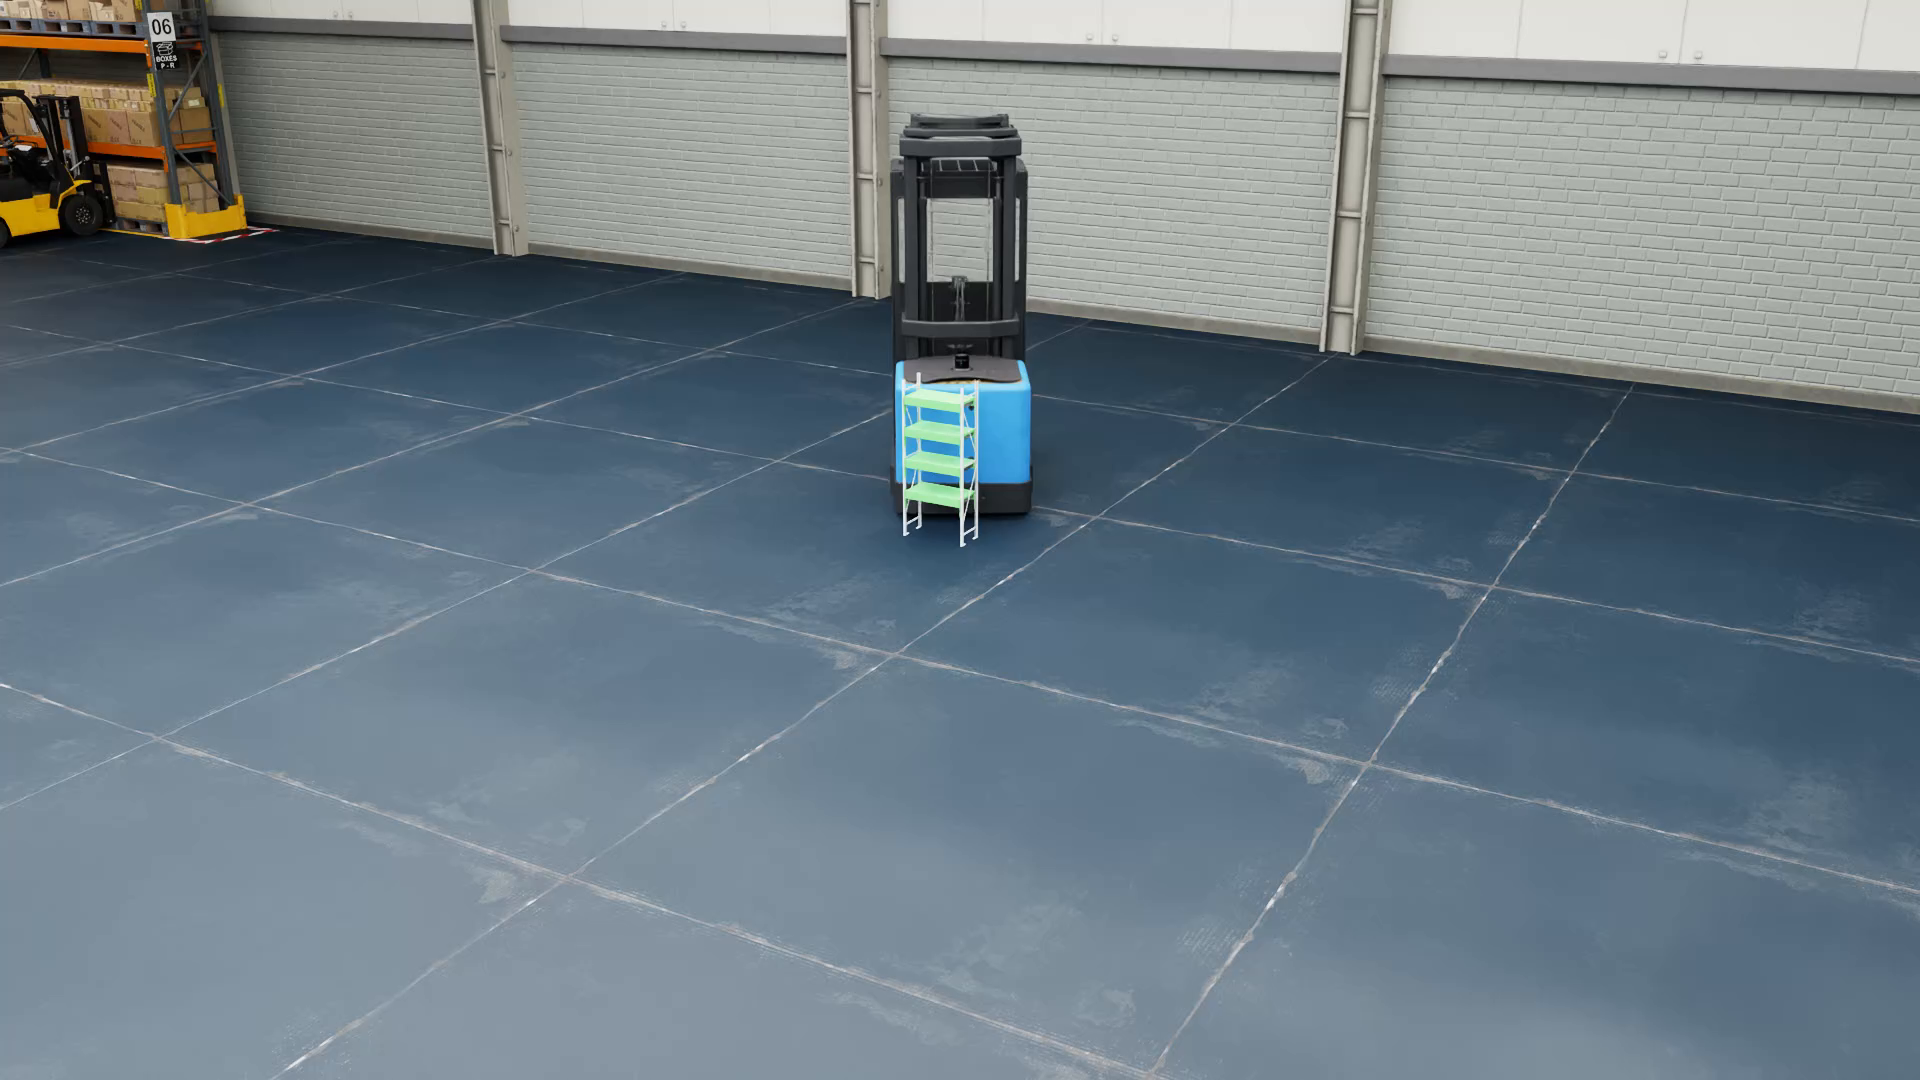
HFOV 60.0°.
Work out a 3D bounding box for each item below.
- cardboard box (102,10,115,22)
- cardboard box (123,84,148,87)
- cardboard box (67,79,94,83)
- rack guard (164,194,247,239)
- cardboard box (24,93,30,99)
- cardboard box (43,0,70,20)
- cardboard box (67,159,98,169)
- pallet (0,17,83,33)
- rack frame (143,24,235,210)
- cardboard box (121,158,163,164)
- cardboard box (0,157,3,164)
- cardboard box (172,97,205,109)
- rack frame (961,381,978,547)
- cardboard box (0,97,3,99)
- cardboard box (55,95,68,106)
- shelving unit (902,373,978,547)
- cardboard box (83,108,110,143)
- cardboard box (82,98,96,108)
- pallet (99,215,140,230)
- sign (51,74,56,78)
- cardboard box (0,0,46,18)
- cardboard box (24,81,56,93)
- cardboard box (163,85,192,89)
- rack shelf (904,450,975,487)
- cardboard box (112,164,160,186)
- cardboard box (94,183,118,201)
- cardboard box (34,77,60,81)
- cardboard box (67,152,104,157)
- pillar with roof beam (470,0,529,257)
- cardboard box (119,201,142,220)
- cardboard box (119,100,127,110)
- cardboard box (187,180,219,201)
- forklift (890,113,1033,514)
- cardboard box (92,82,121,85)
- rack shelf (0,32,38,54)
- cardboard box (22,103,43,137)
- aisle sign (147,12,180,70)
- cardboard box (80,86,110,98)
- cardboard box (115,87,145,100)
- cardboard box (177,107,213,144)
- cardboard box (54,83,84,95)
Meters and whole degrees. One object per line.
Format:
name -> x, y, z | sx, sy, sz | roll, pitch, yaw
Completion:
cardboard box -> -12.281, -7.661, 24.294 | 0.250, 0.149, 0.380 | 10, 22, 26
cardboard box -> -12.499, -6.864, 25.355 | 0.250, 0.149, 0.380 | 12, 23, 29
cardboard box -> -13.790, -7.154, 26.155 | 0.250, 0.149, 0.380 | 10, 22, 26
rack guard -> -11.389, -4.899, 25.136 | 0.348, 0.500, 1.175 | 11, 23, 27
cardboard box -> -14.284, -6.886, 25.851 | 0.250, 0.149, 0.380 | 11, 23, 27
cardboard box -> -13.252, -8.090, 24.957 | 0.637, 0.503, 0.797 | 12, 23, 29
cardboard box -> -13.751, -5.776, 25.841 | 0.500, 0.250, 0.500 | 12, 23, 29
pallet -> -14.144, -7.977, 25.689 | 1.213, 0.211, 1.003 | 11, 23, 27
rack frame -> -11.410, -6.078, 24.721 | 0.127, 3.000, 1.000 | 11, 23, 27
cardboard box -> -12.606, -5.757, 25.788 | 0.500, 0.250, 0.500 | 11, 22, 27
cardboard box -> -15.363, -5.907, 27.118 | 0.625, 0.625, 0.875 | 12, 23, 30
cardboard box -> -11.579, -6.563, 24.962 | 0.250, 0.149, 0.380 | 10, 22, 26
rack frame -> 0.069, -0.551, 12.125 | 0.015, 1.200, 0.240 | 11, 23, 27
cardboard box -> -15.308, -7.085, 26.401 | 0.250, 0.149, 0.380 | 12, 23, 29
cardboard box -> -13.648, -6.742, 25.455 | 0.250, 0.149, 0.380 | 10, 22, 26
shelving unit -> -0.145, -0.592, 12.236 | 0.503, 1.200, 0.258 | 11, 23, 27
cardboard box -> -12.863, -6.302, 25.194 | 0.500, 0.500, 0.500 | 10, 22, 26
cardboard box -> -12.981, -6.610, 25.090 | 0.250, 0.149, 0.380 | 11, 23, 28
pallet -> -13.159, -5.085, 26.073 | 1.213, 0.211, 1.003 | 11, 23, 27
sign -> -14.632, -7.352, 26.850 | 0.005, 0.325, 0.100 | 11, 23, 27
cardboard box -> -14.294, -8.145, 25.388 | 0.500, 0.311, 0.500 | 11, 23, 28
cardboard box -> -14.269, -7.037, 25.831 | 0.250, 0.149, 0.380 | 10, 22, 26
cardboard box -> -11.800, -6.752, 25.045 | 0.250, 0.149, 0.380 | 12, 23, 29
rack shelf -> -0.145, -0.532, 12.258 | 0.480, 0.148, 0.258 | 11, 23, 27
cardboard box -> -12.412, -5.519, 25.132 | 0.500, 0.250, 0.500 | 11, 23, 28
cardboard box -> -12.881, -5.372, 25.458 | 0.500, 0.250, 0.500 | 10, 22, 26
cardboard box -> -14.476, -7.271, 26.478 | 0.250, 0.149, 0.380 | 11, 23, 27
cardboard box -> -13.928, -6.014, 26.495 | 0.500, 0.250, 0.500 | 10, 22, 27
pillar with roof beam -> -8.439, -7.002, 18.473 | 0.400, 9.000, 9.100 | 11, 23, 27
cardboard box -> -12.403, -5.052, 25.310 | 0.500, 0.250, 0.500 | 11, 23, 27
cardboard box -> -12.283, -6.499, 24.784 | 0.250, 0.149, 0.380 | 11, 23, 28
cardboard box -> -11.719, -5.357, 25.419 | 0.500, 0.250, 0.500 | 11, 23, 28
forklift -> -0.017, -2.028, 13.657 | 1.130, 2.935, 3.031 | -1, 20, -2
cardboard box -> -13.168, -6.997, 25.723 | 0.250, 0.149, 0.380 | 12, 23, 29
rack shelf -> -16.648, -8.147, 27.083 | 4.000, 0.370, 1.077 | 11, 23, 27
cardboard box -> -14.179, -6.557, 25.895 | 0.500, 0.500, 0.500 | 11, 23, 28
aisle sign -> -11.496, -7.201, 24.006 | 0.004, 0.787, 0.394 | 11, 23, 27
cardboard box -> -12.988, -6.749, 25.037 | 0.250, 0.149, 0.380 | 11, 23, 28
cardboard box -> -12.297, -6.633, 24.719 | 0.250, 0.149, 0.380 | 11, 23, 28
cardboard box -> -11.707, -6.290, 25.159 | 0.500, 0.500, 0.500 | 12, 23, 29
cardboard box -> -13.605, -6.903, 25.461 | 0.250, 0.149, 0.380 | 11, 23, 27
